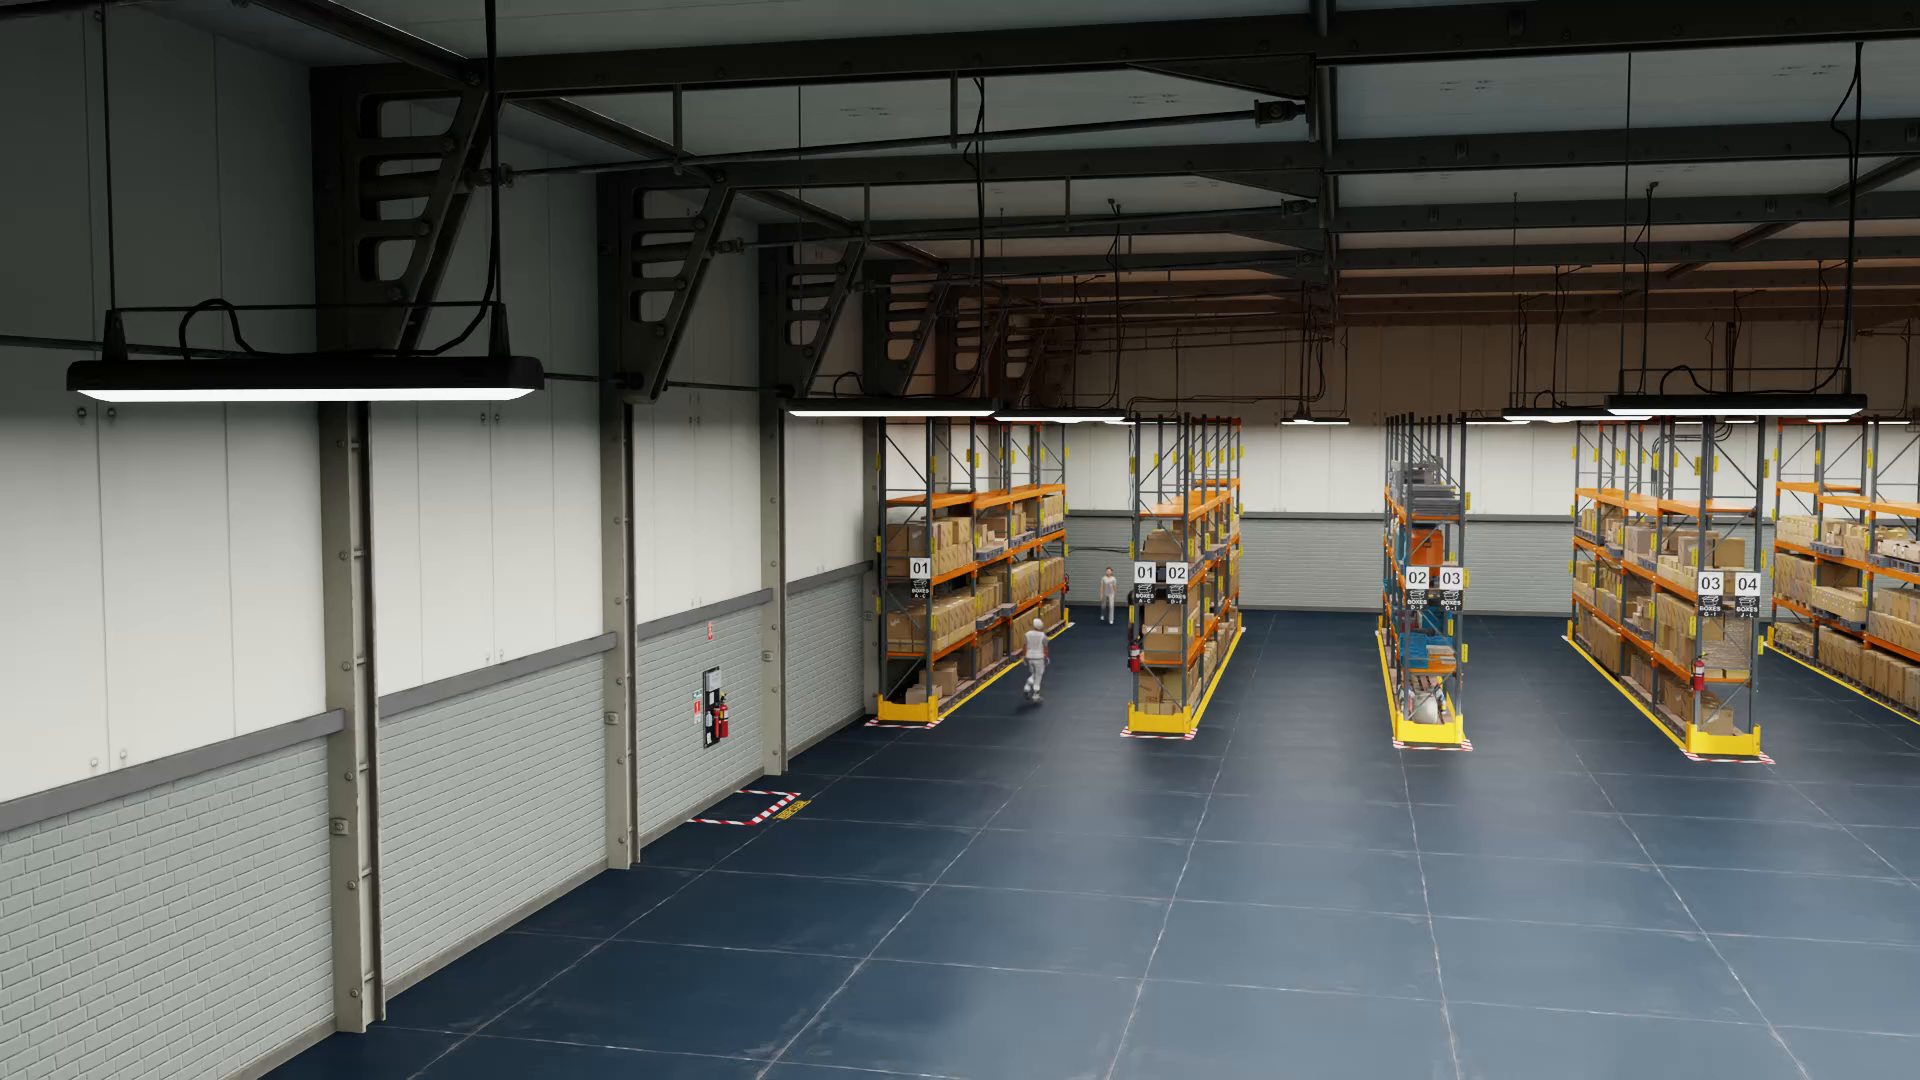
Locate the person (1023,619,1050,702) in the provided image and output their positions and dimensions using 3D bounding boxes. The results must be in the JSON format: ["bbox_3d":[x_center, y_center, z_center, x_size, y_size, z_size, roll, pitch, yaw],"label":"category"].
[{"bbox_3d":[1.598,2.494,34.579,0.557,1.745,0.555,-4,5,-43],"label":"person"}]

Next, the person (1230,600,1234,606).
[{"bbox_3d":[7.657,1.636,48.026,0.445,1.673,0.432,0,4,-6],"label":"person"}]

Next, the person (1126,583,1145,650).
[{"bbox_3d":[4.586,1.957,43.084,0.625,1.765,0.829,1,4,17],"label":"person"}]

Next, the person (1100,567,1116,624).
[{"bbox_3d":[4.333,1.617,48.648,0.473,1.612,0.932,0,4,0],"label":"person"}]
